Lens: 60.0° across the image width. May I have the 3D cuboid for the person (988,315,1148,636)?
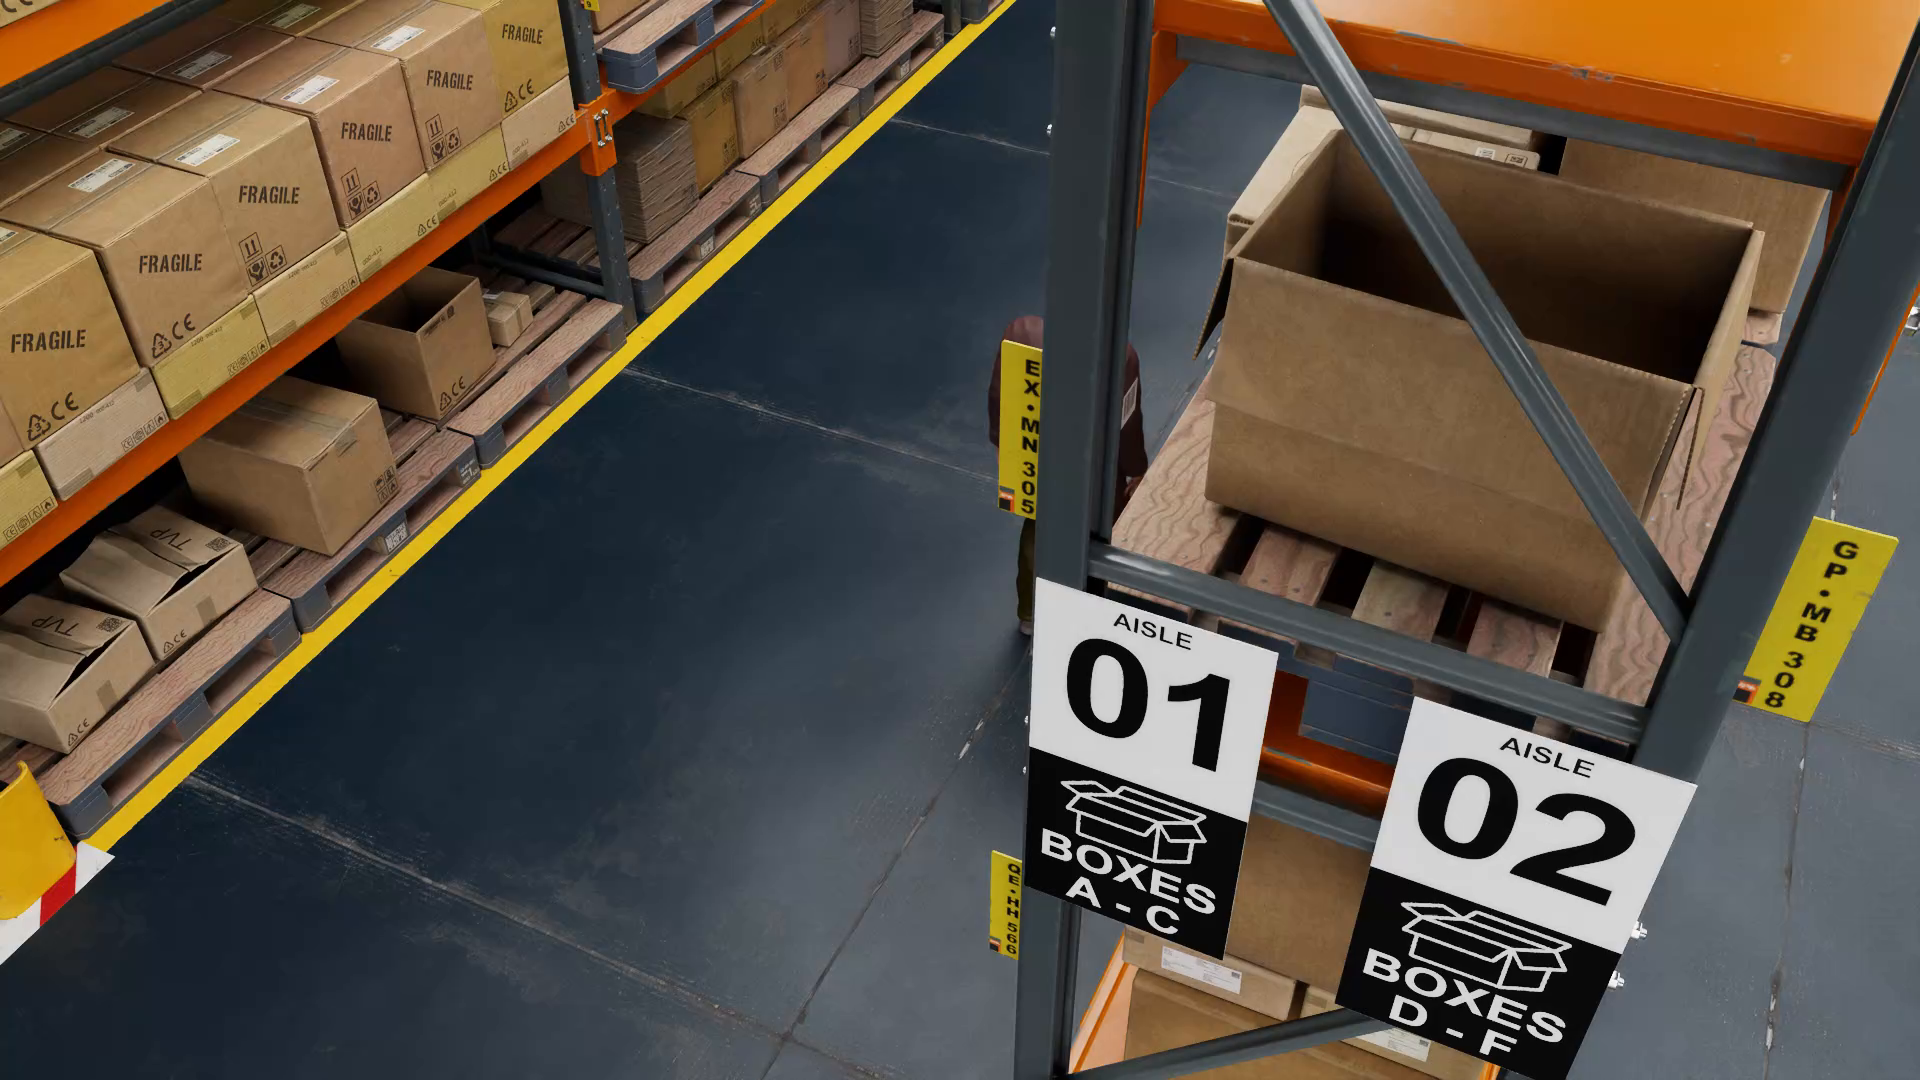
[{"bbox_3d":[0.420,-0.332,6.546,0.653,1.774,0.422,15,44,17],"label":"person"}]
